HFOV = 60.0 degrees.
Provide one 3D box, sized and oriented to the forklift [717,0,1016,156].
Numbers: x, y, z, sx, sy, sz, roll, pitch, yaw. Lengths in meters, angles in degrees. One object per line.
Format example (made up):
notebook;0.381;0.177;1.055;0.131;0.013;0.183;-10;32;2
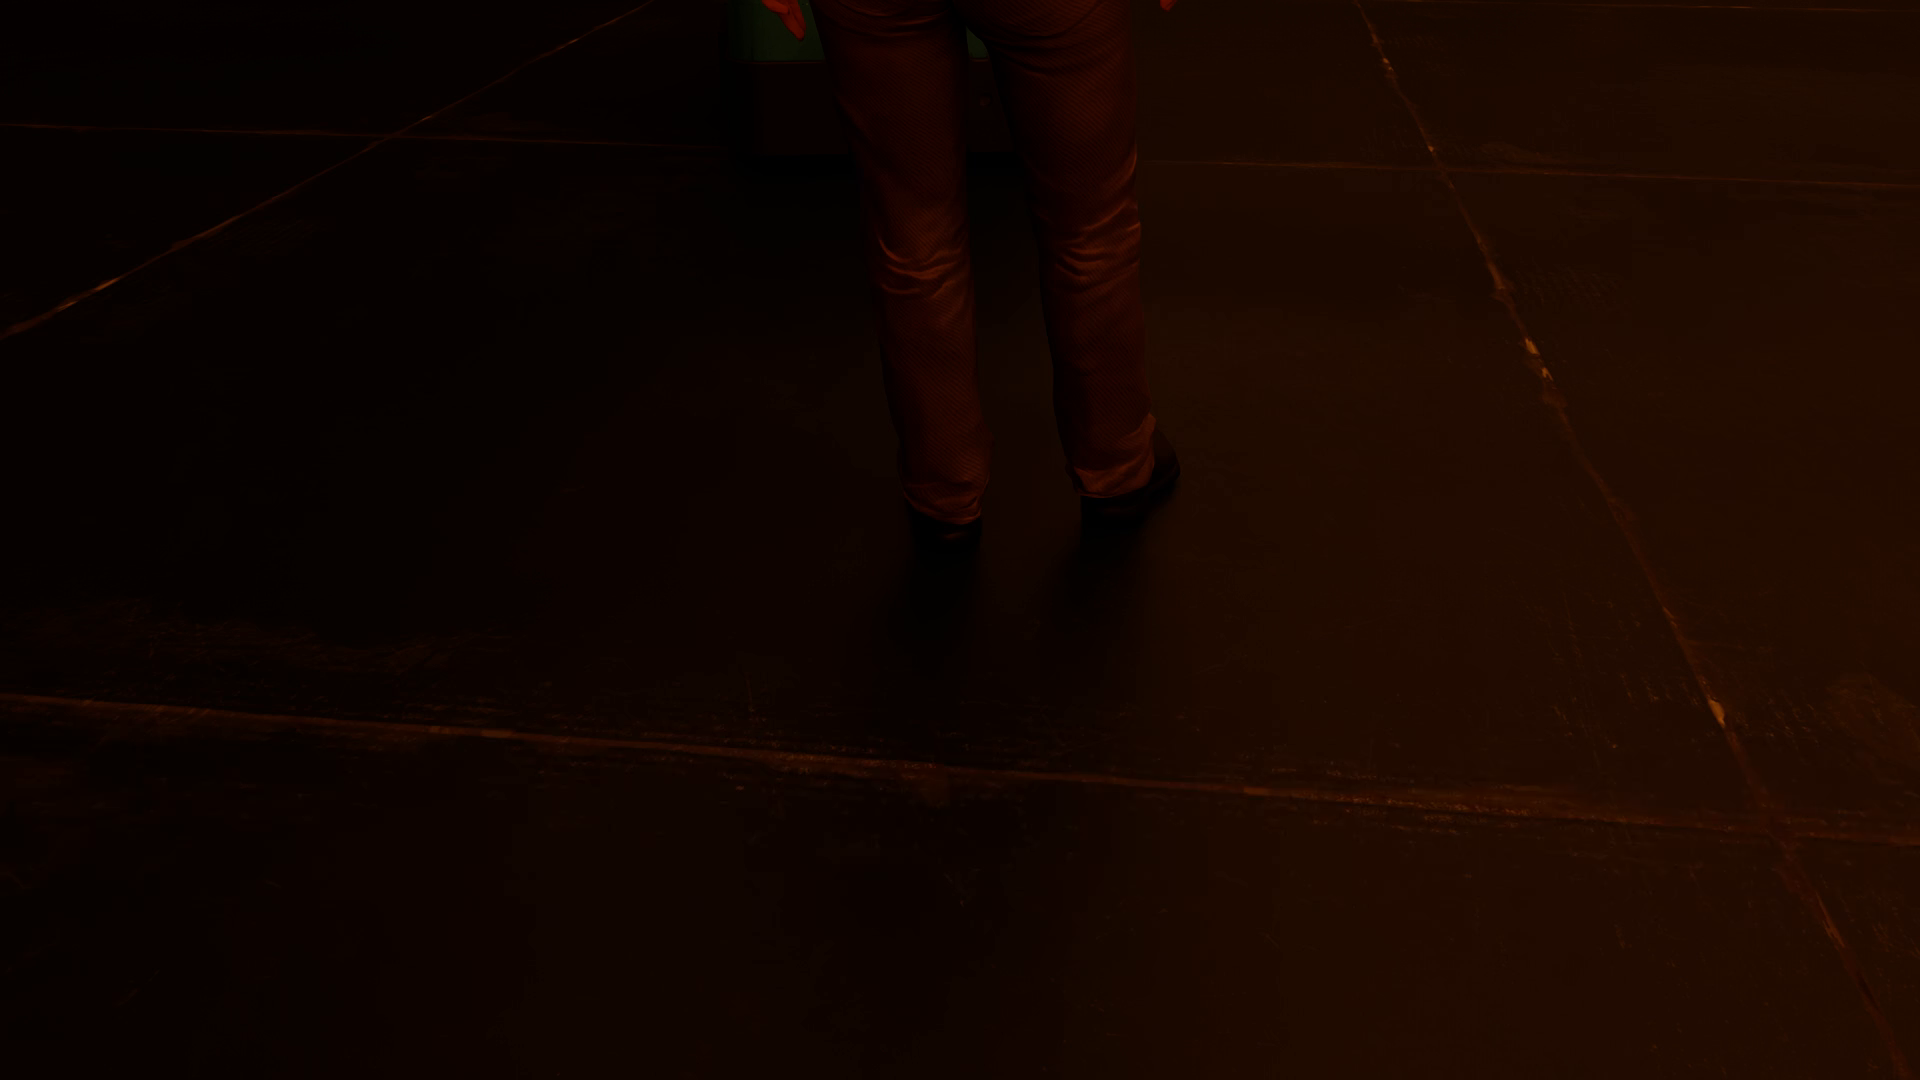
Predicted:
forklift;-0.196;-2.939;5.108;1.130;2.935;3.031;-2;27;-4

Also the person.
person;0.016;-0.804;2.166;0.632;1.720;0.568;3;27;7
